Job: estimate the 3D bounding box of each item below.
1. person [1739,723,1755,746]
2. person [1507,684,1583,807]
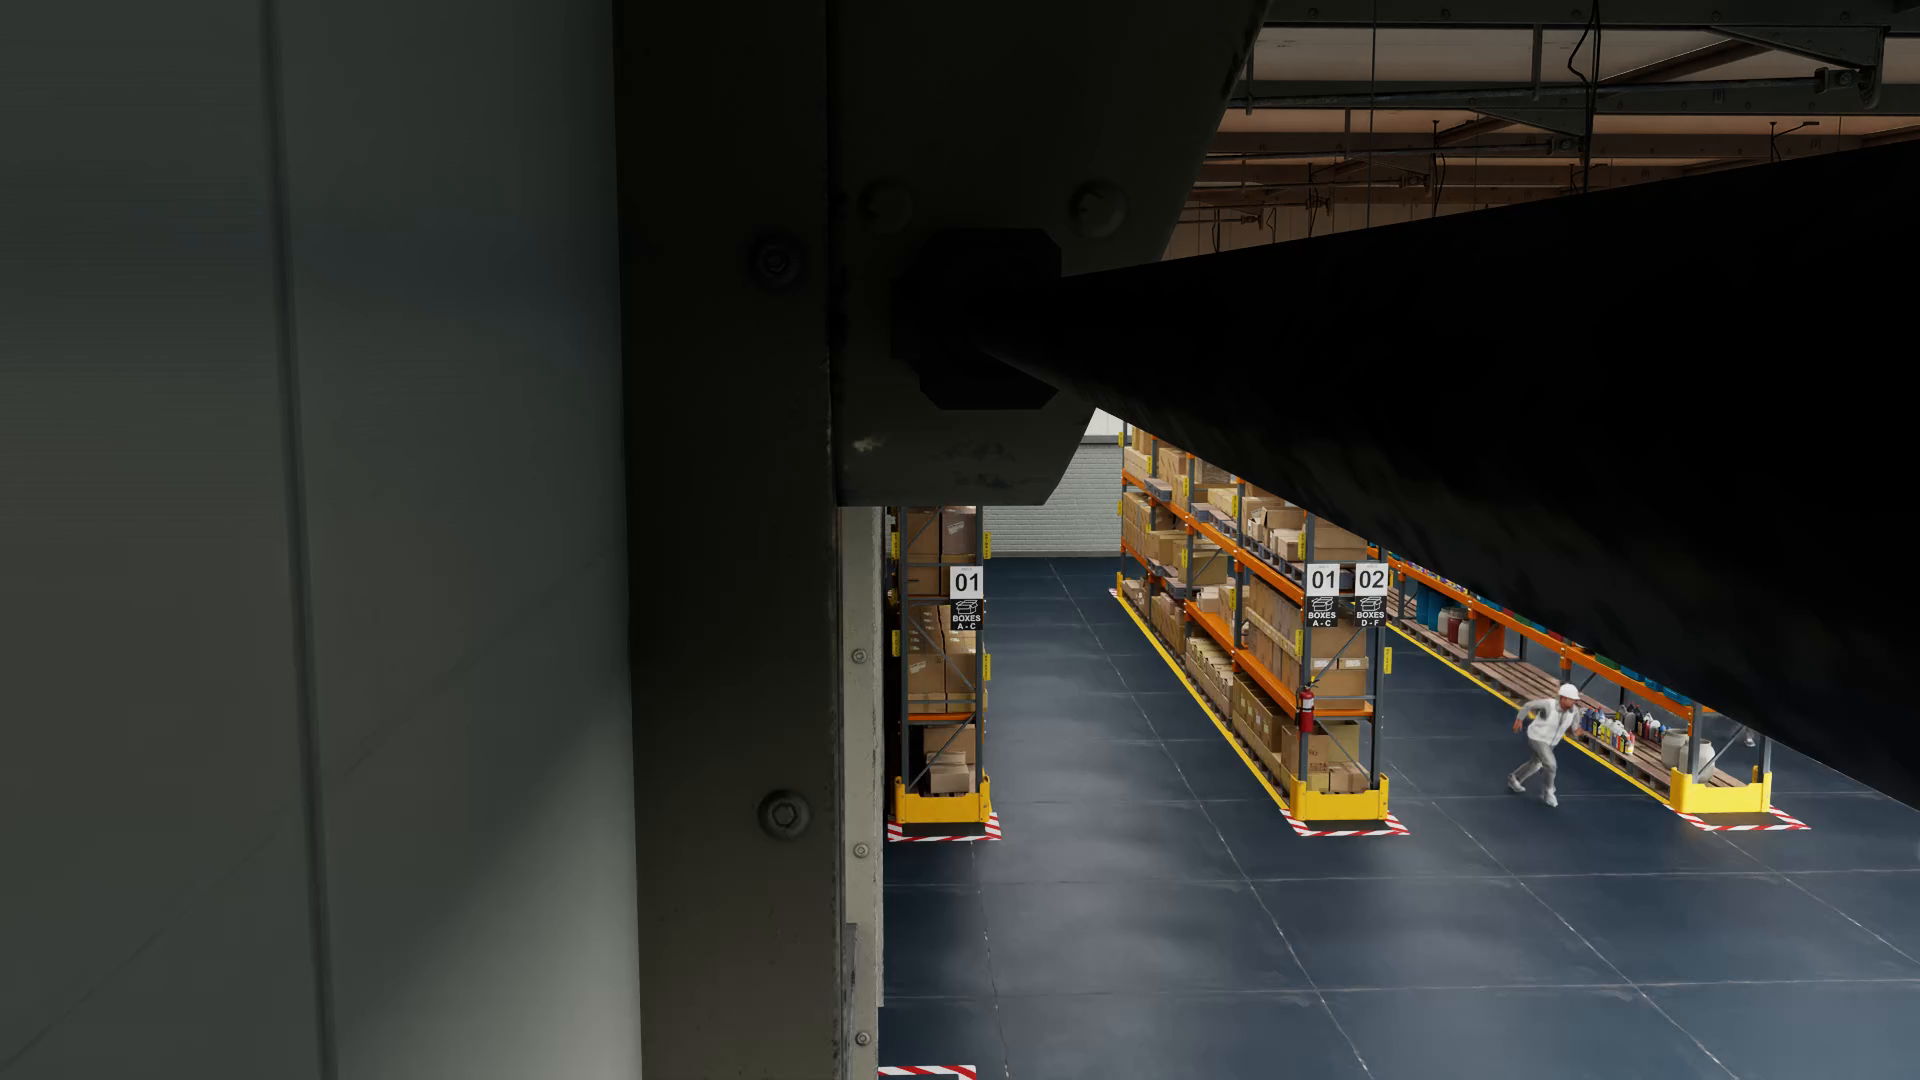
[{"bbox_3d":[11.528,2.283,23.883,0.565,1.435,0.775,-2,8,-12],"label":"person"},{"bbox_3d":[7.491,2.551,21.252,0.651,1.584,1.116,-3,9,-23],"label":"person"}]
